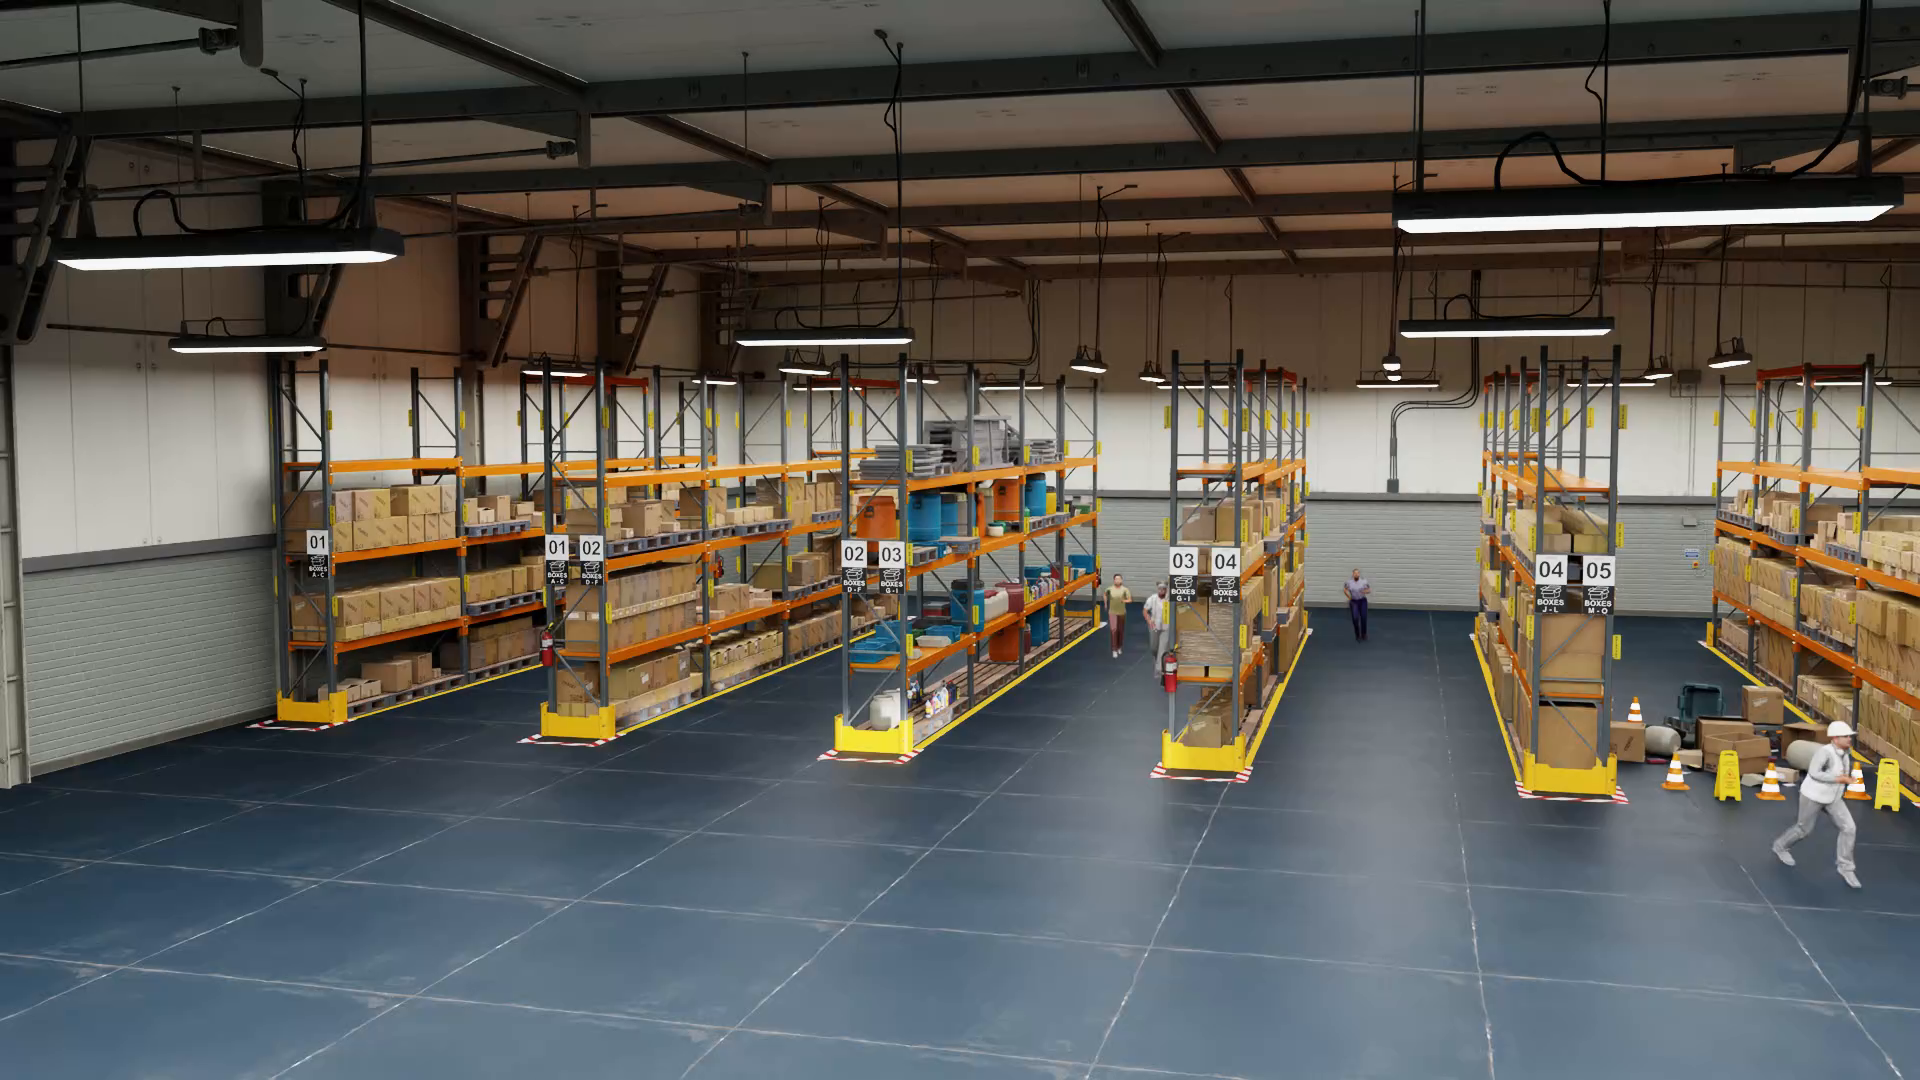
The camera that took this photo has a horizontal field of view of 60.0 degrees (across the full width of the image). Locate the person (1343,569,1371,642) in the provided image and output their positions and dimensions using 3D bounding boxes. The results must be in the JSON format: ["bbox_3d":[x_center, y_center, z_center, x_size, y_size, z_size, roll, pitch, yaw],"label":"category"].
[{"bbox_3d":[9.019,1.496,37.766,0.603,1.681,0.698,1,4,8],"label":"person"}]

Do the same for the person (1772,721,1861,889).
[{"bbox_3d":[9.373,2.831,18.175,0.657,1.785,1.013,-2,5,-25],"label":"person"}]

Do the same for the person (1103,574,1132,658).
[{"bbox_3d":[3.192,1.514,33.670,0.563,1.678,0.906,0,4,2],"label":"person"}]

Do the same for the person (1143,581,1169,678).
[{"bbox_3d":[3.745,1.624,30.918,0.688,1.775,0.824,1,4,8],"label":"person"}]
